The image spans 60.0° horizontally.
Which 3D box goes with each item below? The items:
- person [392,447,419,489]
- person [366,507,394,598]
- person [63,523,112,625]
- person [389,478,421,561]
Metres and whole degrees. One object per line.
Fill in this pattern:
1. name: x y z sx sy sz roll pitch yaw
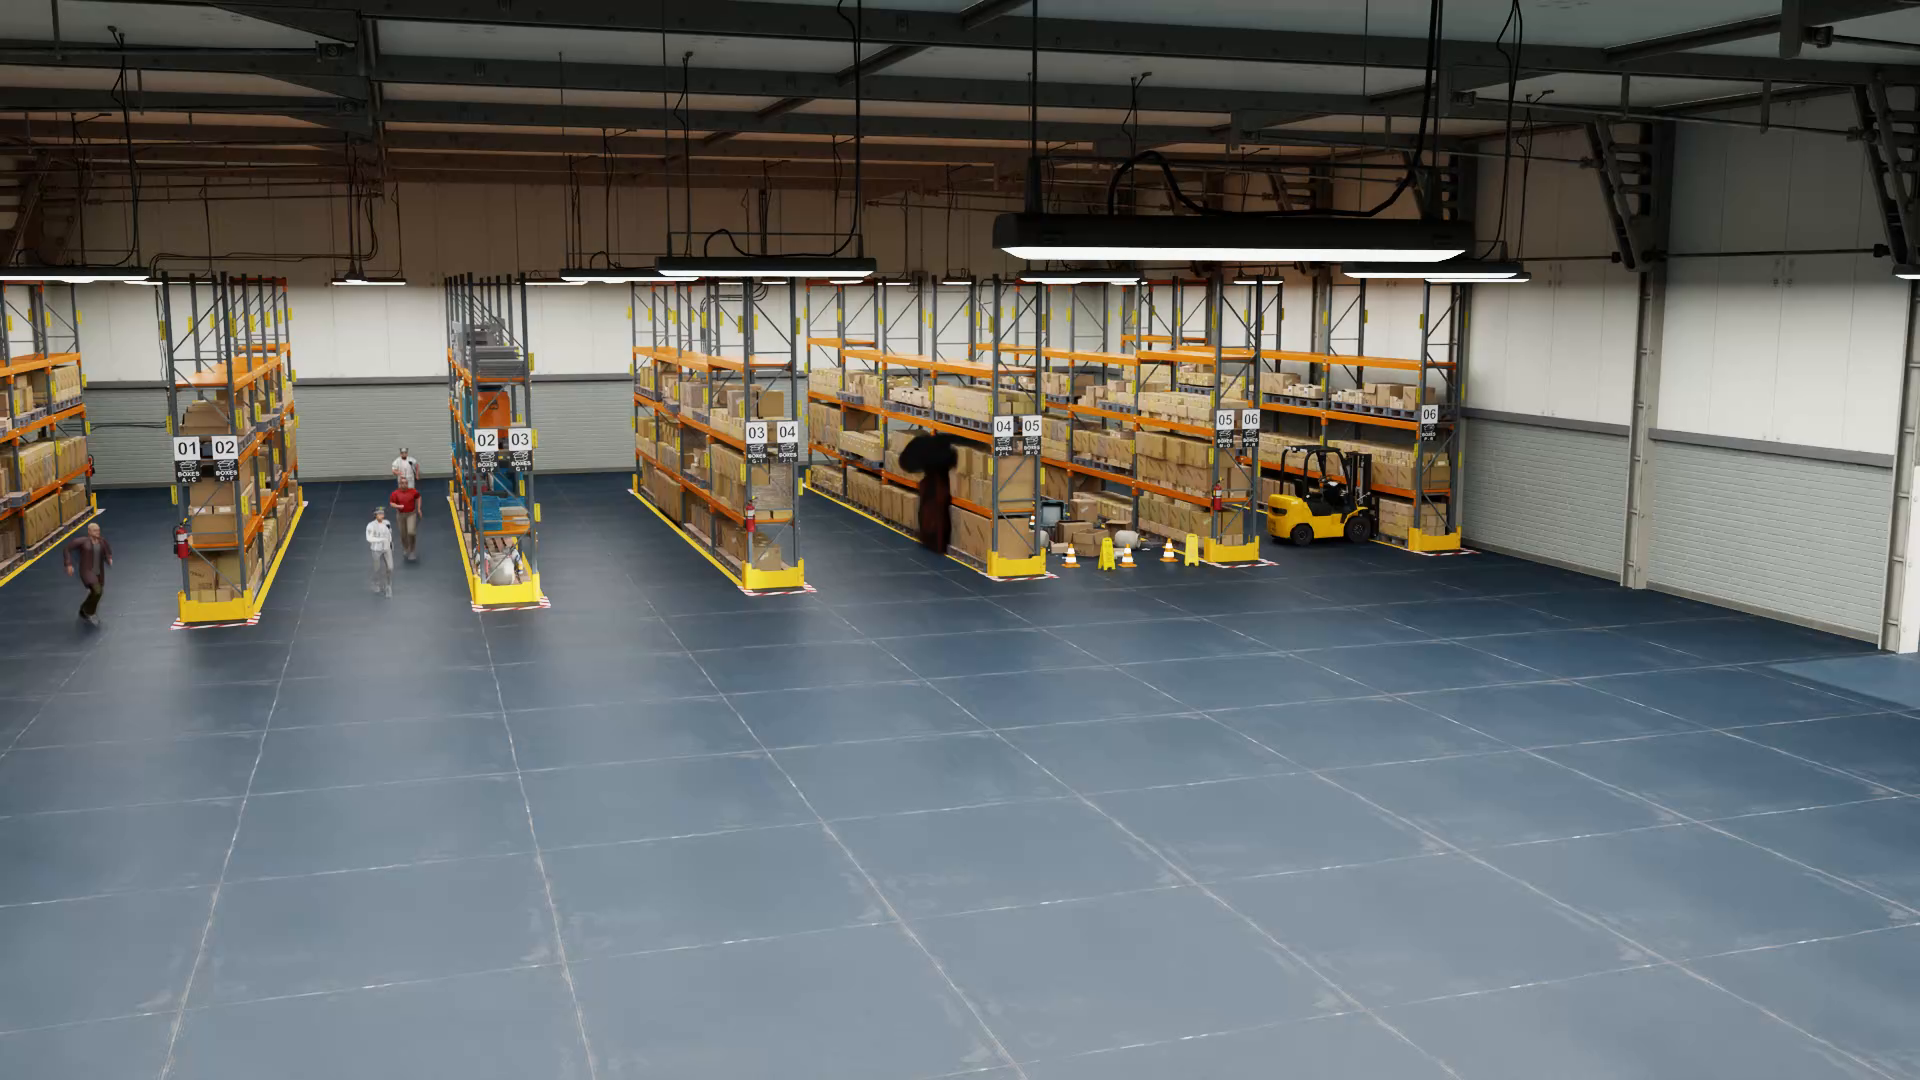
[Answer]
1. person: -13.950 -1.445 41.857 0.617 1.816 0.832 -2 9 -11
2. person: -10.811 0.225 31.039 0.549 1.736 0.813 -6 10 -34
3. person: -14.874 0.596 28.489 0.903 1.787 0.694 4 10 27
4. person: -11.788 -0.439 35.371 0.608 1.790 0.856 -2 9 -12
